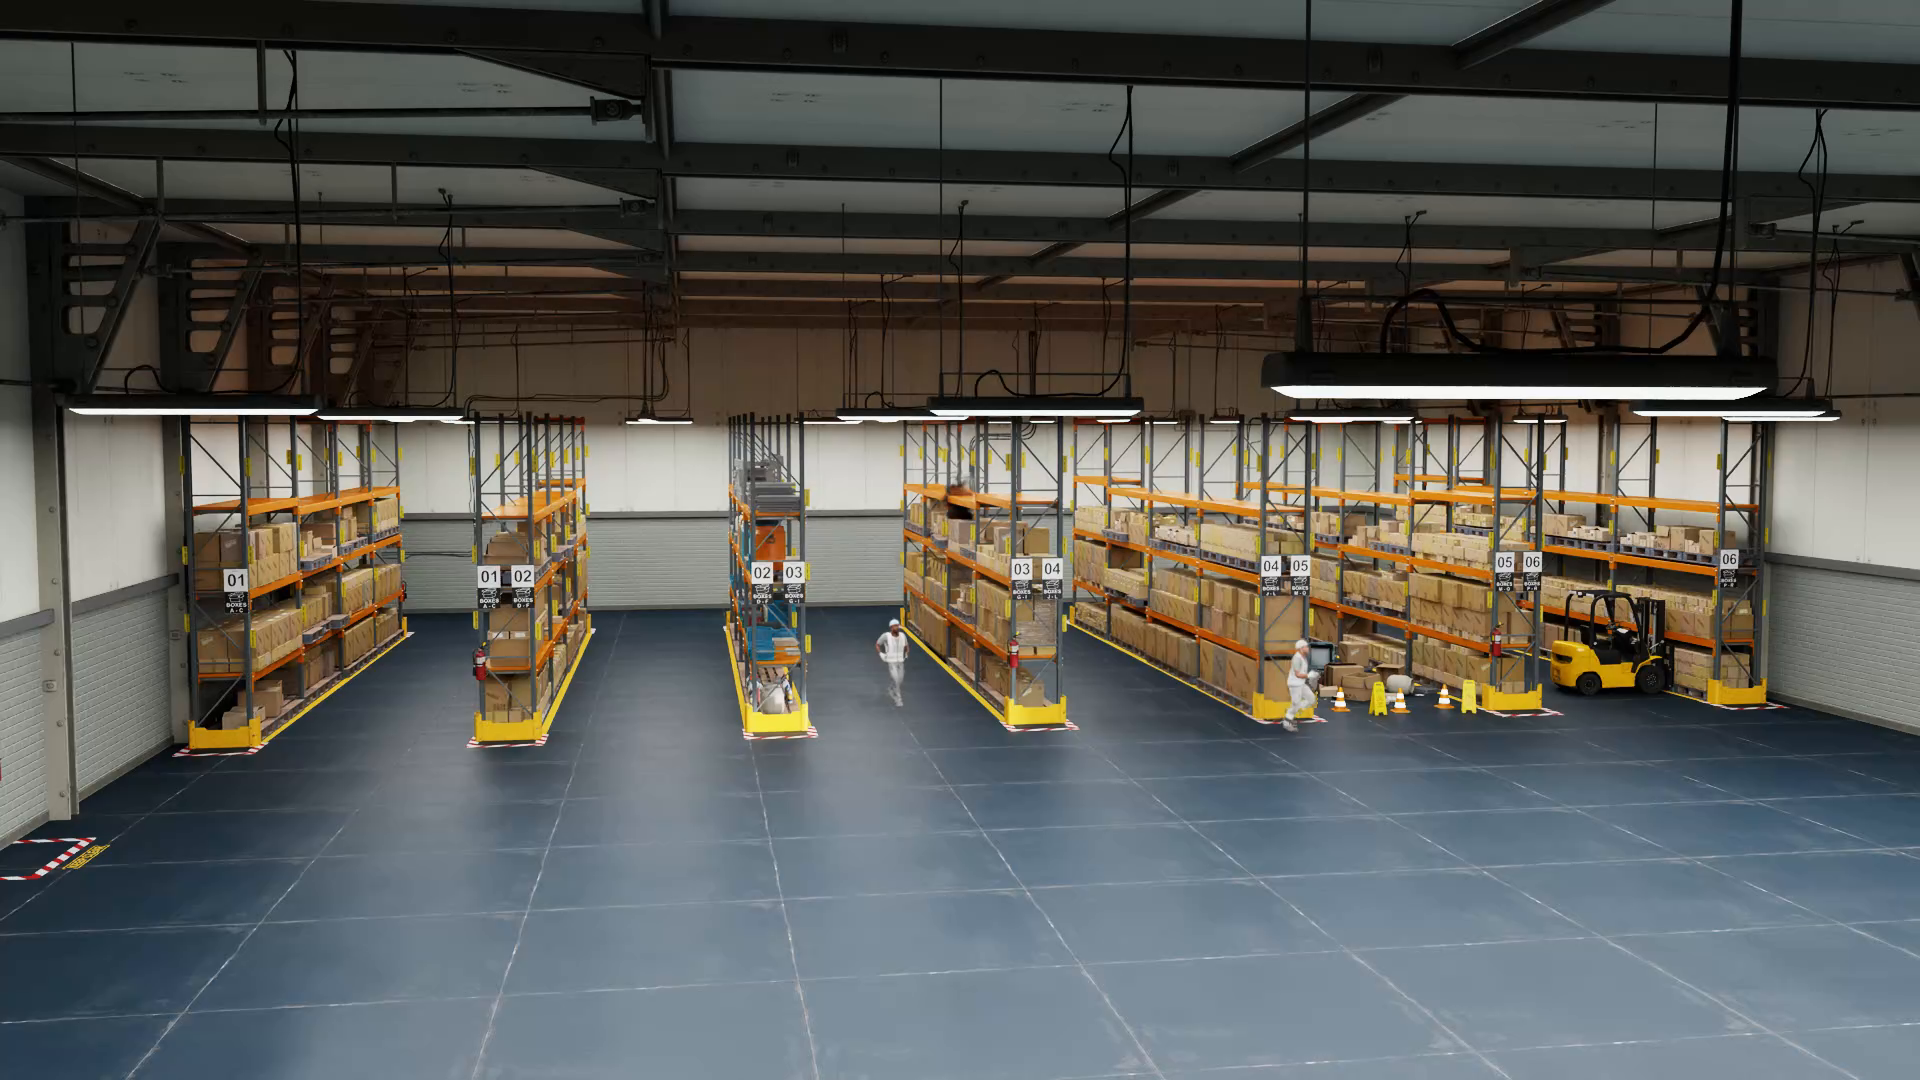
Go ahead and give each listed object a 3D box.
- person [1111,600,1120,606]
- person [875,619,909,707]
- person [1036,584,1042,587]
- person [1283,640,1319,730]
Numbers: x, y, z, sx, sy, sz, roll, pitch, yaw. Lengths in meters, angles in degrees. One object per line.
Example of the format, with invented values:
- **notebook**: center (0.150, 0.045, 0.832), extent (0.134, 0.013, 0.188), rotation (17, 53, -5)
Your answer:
- **person**: center (4.535, 1.511, 49.551), extent (0.792, 1.758, 0.773), rotation (3, 5, 35)
- **person**: center (-1.366, 2.511, 34.295), extent (0.709, 1.761, 0.859), rotation (-2, 4, -29)
- **person**: center (2.265, 1.682, 46.559), extent (0.695, 1.771, 0.982), rotation (0, 4, -6)
- **person**: center (6.402, 2.724, 31.184), extent (0.709, 1.727, 0.707), rotation (2, 4, 26)
